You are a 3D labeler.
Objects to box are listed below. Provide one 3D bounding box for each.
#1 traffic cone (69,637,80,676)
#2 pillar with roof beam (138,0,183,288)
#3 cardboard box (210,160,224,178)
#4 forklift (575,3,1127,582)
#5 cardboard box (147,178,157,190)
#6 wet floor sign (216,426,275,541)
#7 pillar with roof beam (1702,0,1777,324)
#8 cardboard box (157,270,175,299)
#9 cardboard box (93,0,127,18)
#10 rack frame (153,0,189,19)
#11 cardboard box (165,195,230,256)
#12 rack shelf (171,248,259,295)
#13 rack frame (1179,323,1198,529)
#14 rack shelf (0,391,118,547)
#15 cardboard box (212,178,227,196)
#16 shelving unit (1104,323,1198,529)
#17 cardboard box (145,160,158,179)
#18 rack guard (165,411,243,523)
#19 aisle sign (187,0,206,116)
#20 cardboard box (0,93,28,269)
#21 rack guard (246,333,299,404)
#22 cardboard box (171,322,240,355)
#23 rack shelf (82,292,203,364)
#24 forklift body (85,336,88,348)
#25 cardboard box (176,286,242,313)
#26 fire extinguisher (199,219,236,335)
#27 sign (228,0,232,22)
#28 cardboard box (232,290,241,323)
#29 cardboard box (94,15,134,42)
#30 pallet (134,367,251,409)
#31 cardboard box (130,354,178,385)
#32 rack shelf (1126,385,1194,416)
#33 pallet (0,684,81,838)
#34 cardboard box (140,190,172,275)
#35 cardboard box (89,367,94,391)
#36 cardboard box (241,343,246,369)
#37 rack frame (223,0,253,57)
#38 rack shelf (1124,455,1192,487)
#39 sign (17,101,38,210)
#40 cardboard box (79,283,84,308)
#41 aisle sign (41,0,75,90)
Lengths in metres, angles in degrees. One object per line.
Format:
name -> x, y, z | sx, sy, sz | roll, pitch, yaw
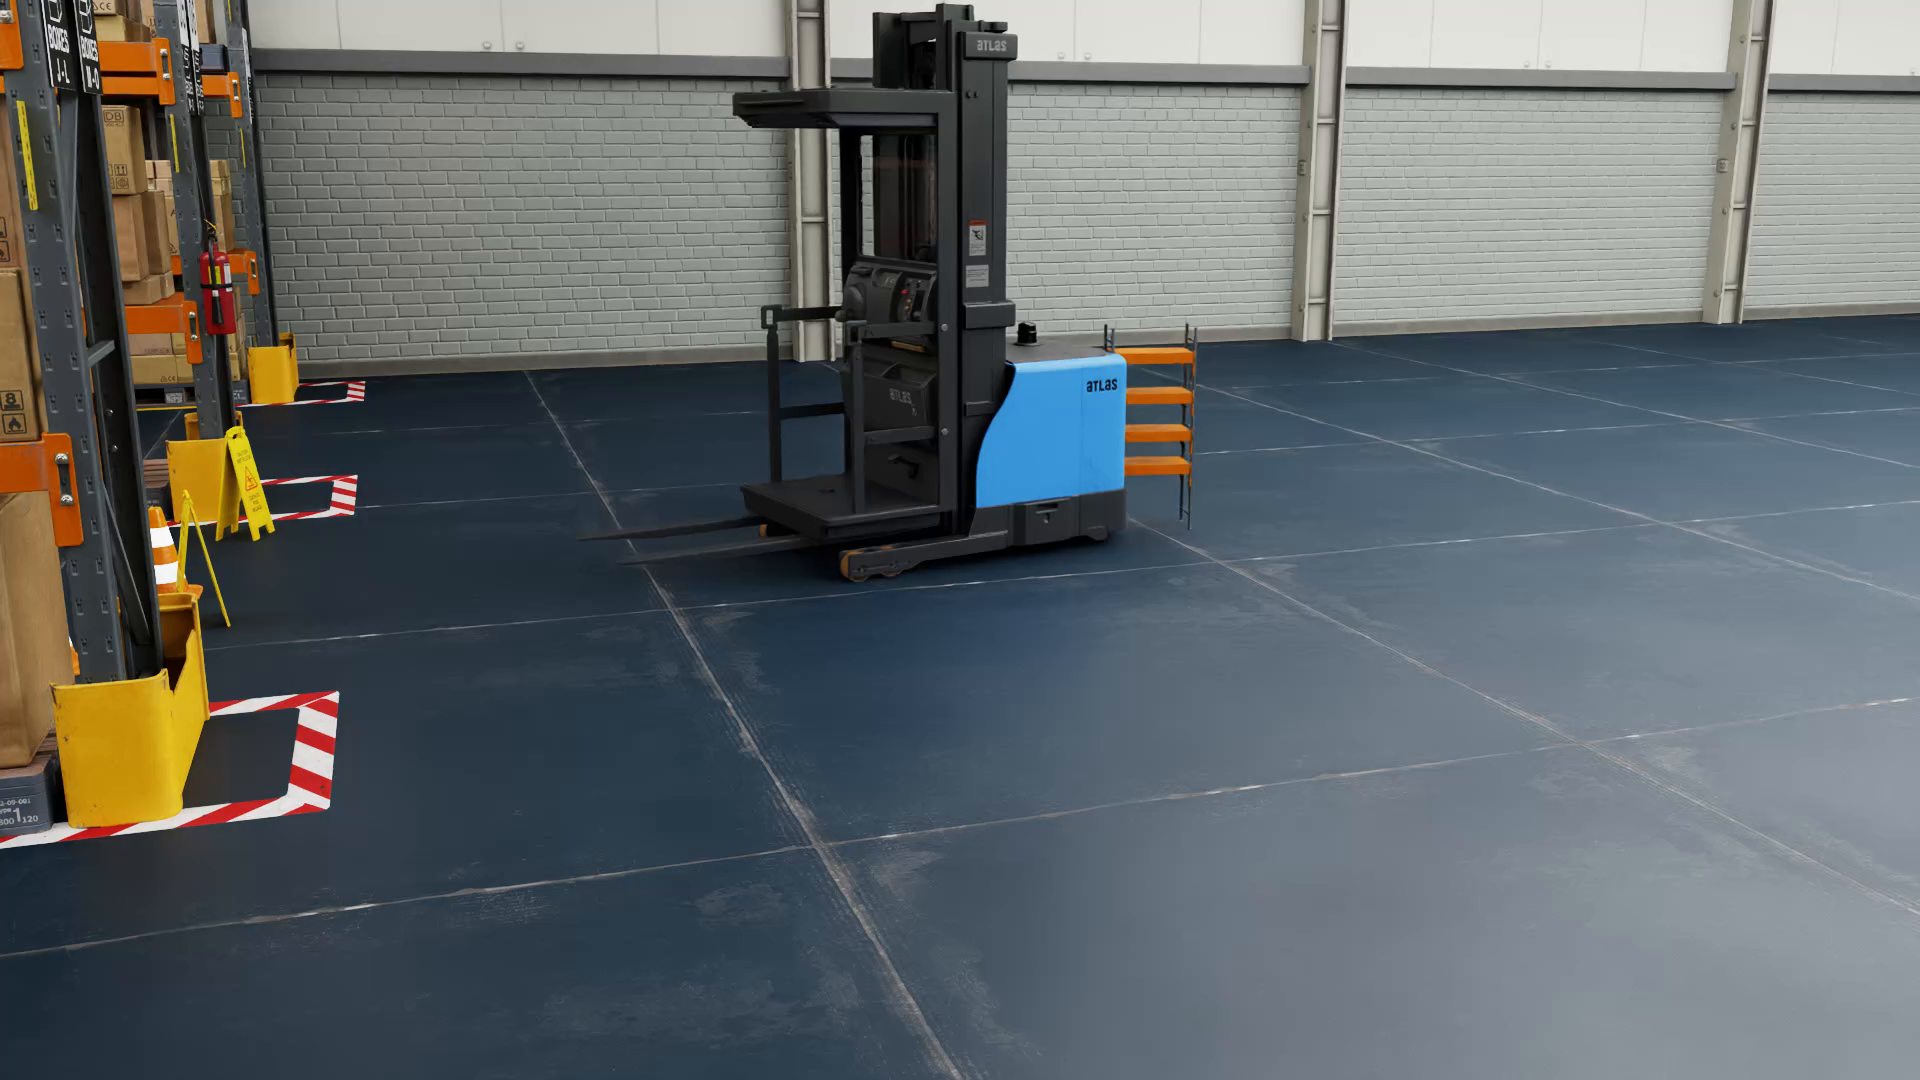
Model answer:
traffic cone -> -3.989, 0.336, 7.229 | 0.334, 0.463, 0.336 | -4, 14, -18
pillar with roof beam -> -5.869, -4.913, 10.850 | 0.400, 9.000, 9.100 | -4, 14, -18
cardboard box -> -6.566, -3.228, 14.473 | 0.250, 0.149, 0.380 | -4, 14, -18
forklift -> -0.564, -1.343, 8.954 | 3.031, 2.935, 1.130 | -8, 16, -31
cardboard box -> -7.032, -3.038, 14.316 | 0.250, 0.149, 0.380 | -4, 14, -17
wet floor sign -> -4.186, -0.338, 9.668 | 0.232, 0.644, 0.267 | 0, 13, 1
pillar with roof beam -> 11.191, -6.241, 16.435 | 0.400, 9.000, 9.100 | -4, 14, -18
cardboard box -> -5.096, -1.602, 10.438 | 0.250, 0.149, 0.380 | -4, 14, -18
cardboard box -> -5.107, -3.138, 9.552 | 0.500, 0.250, 0.500 | -5, 14, -19
rack frame -> -4.708, -4.622, 9.629 | 0.127, 3.000, 1.000 | -4, 14, -18
cardboard box -> -6.677, -2.747, 14.493 | 0.500, 0.500, 0.500 | -5, 14, -19
rack shelf -> -8.190, -2.295, 14.362 | 4.000, 0.370, 1.077 | -4, 14, -18
rack frame -> 1.357, -0.675, 9.888 | 0.015, 1.200, 0.240 | -1, 13, -6
rack shelf -> -4.929, -0.128, 5.253 | 4.000, 0.370, 1.077 | -4, 14, -18
cardboard box -> -6.533, -3.069, 14.446 | 0.250, 0.149, 0.380 | -4, 14, -17
shelving unit -> 1.115, -0.669, 9.863 | 0.503, 1.200, 0.258 | -1, 13, -6
cardboard box -> -7.030, -3.178, 14.261 | 0.250, 0.149, 0.380 | -4, 14, -17
rack guard -> -4.780, -0.482, 10.589 | 0.348, 0.500, 1.175 | -4, 14, -18
aisle sign -> -4.748, -3.041, 10.328 | 0.004, 0.787, 0.394 | -4, 14, -18
cardboard box -> -3.397, -1.205, 5.569 | 0.550, 0.550, 0.875 | -4, 14, -18
rack guard -> -6.271, -1.578, 15.196 | 0.348, 0.500, 1.175 | -4, 14, -18
cardboard box -> -6.656, -1.797, 14.672 | 0.500, 0.250, 0.500 | -5, 14, -19
rack shelf -> -6.603, -1.206, 9.786 | 4.000, 0.370, 1.077 | -4, 14, -18
forklift body -> -7.510, -1.839, 12.727 | 1.214, 2.155, 2.313 | -4, 14, -18
cardboard box -> -6.810, -2.151, 15.078 | 0.500, 0.250, 0.500 | -5, 14, -19
fire extinguisher -> -4.452, -1.573, 9.943 | 0.183, 0.674, 0.296 | -4, 14, -18
sign -> -6.134, -4.524, 13.954 | 0.005, 0.325, 0.100 | -4, 14, -18
cardboard box -> -6.631, -2.043, 14.622 | 0.500, 0.250, 0.500 | -4, 14, -16
cardboard box -> -4.957, -2.953, 9.637 | 0.250, 0.149, 0.380 | -4, 14, -18
pallet -> -7.006, -1.370, 14.946 | 1.213, 0.211, 1.003 | -4, 14, -18
cardboard box -> -7.113, -1.520, 14.586 | 0.500, 0.250, 0.500 | -4, 14, -18
rack shelf -> 1.115, -0.821, 9.826 | 0.480, 0.148, 0.258 | -1, 13, -6
pallet -> -3.766, 0.807, 5.793 | 1.213, 0.211, 1.003 | -4, 14, -18
cardboard box -> -5.245, -1.923, 10.386 | 0.500, 0.500, 0.500 | -5, 14, -19
cardboard box -> -5.384, -0.819, 10.017 | 0.500, 0.500, 0.500 | -4, 14, -18
cardboard box -> -6.822, -1.665, 15.197 | 0.500, 0.250, 0.500 | -4, 14, -18
rack frame -> -6.294, -5.711, 14.205 | 0.127, 3.000, 1.000 | -4, 14, -18
rack shelf -> 1.115, -0.410, 9.924 | 0.480, 0.148, 0.258 | -1, 13, -6
sign -> -2.873, -1.184, 5.125 | 0.005, 0.325, 0.100 | -4, 14, -18
cardboard box -> -5.199, -1.464, 9.858 | 0.250, 0.149, 0.380 | -5, 14, -19
aisle sign -> -2.870, -1.830, 5.235 | 0.004, 0.787, 0.394 | -4, 14, -18
